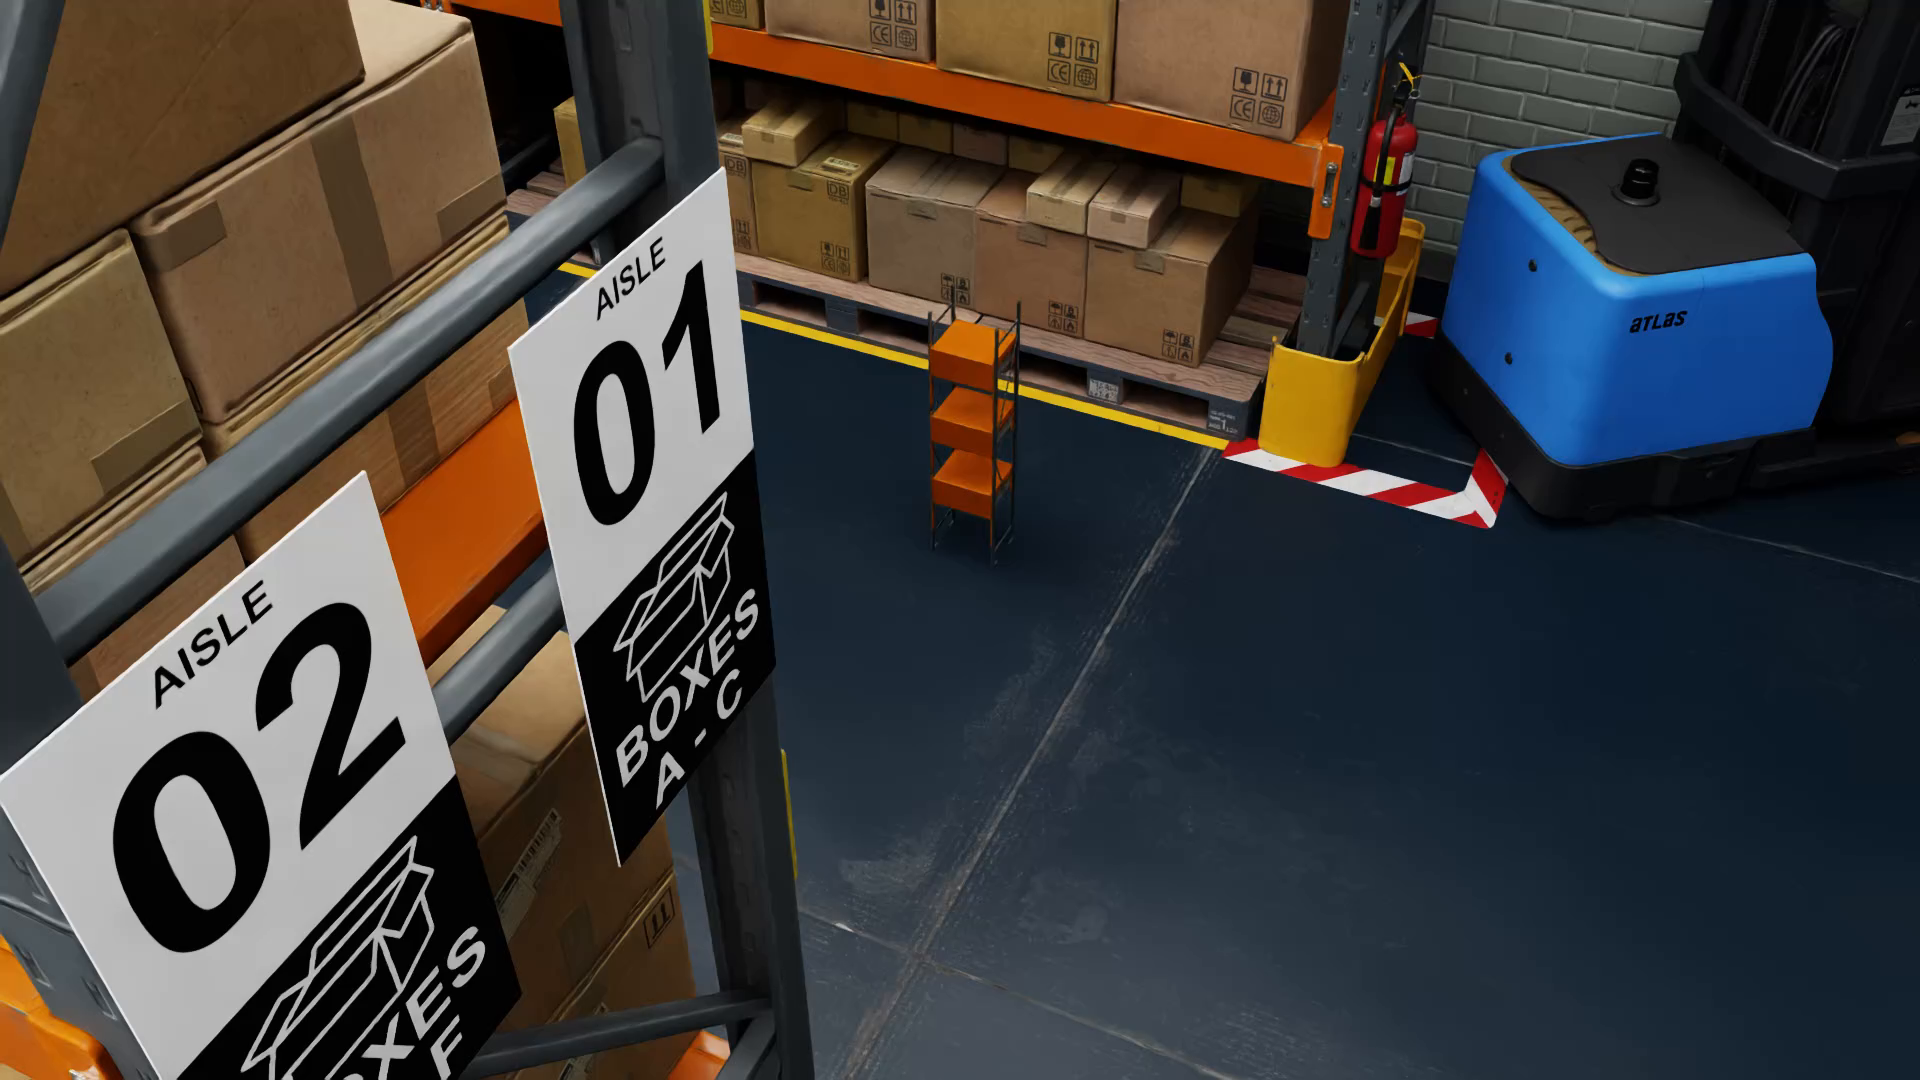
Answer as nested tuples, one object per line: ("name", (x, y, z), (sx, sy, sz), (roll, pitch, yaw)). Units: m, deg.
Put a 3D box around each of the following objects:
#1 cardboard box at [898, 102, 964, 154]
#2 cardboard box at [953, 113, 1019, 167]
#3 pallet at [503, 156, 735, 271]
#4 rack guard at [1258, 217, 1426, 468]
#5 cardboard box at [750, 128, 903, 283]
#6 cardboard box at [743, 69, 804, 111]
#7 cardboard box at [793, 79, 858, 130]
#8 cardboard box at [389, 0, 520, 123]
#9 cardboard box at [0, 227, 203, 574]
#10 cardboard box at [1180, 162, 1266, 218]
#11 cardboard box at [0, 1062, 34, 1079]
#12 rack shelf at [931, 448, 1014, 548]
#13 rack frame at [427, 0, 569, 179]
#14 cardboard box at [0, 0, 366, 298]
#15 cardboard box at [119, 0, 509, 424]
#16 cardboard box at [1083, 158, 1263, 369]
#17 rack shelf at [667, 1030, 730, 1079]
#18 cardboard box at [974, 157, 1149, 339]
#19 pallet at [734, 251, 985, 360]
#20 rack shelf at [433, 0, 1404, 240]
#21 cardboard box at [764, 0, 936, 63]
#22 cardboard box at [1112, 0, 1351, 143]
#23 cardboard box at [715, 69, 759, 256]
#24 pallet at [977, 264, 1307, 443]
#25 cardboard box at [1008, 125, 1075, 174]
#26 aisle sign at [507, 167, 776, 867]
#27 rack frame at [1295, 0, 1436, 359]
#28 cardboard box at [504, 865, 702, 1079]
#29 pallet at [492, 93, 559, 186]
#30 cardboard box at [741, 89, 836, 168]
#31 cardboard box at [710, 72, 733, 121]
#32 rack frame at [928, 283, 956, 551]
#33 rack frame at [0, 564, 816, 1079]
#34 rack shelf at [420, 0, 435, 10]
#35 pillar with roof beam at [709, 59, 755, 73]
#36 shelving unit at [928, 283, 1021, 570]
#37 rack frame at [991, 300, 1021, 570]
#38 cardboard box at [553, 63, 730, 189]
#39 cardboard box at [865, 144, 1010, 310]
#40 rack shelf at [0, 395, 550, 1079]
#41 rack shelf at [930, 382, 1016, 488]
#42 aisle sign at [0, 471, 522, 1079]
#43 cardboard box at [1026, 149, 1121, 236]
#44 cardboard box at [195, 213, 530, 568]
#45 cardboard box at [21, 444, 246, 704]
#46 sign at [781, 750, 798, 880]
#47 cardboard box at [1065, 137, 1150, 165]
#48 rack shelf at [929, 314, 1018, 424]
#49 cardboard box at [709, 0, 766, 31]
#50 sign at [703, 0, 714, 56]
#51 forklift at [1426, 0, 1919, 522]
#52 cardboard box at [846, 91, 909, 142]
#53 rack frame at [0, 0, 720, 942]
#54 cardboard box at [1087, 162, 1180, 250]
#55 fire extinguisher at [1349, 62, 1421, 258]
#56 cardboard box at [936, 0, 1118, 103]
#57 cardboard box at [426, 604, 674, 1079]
("cardboard box", (-0.070, -1.833, 7.167), (0.250, 0.149, 0.380), (17, 44, 19))
("cardboard box", (0.163, -1.762, 7.086), (0.250, 0.149, 0.380), (18, 44, 19))
("pallet", (-1.410, -1.602, 7.937), (1.213, 0.211, 1.003), (17, 44, 19))
("rack guard", (1.580, -0.854, 6.853), (0.348, 0.500, 1.175), (17, 44, 19))
("cardboard box", (-0.514, -1.574, 7.364), (0.500, 0.500, 0.700), (18, 44, 20))
("cardboard box", (-0.762, -2.045, 7.412), (0.250, 0.149, 0.380), (16, 43, 17))
("cardboard box", (-0.533, -1.974, 7.330), (0.250, 0.149, 0.380), (17, 44, 19))
("cardboard box", (-2.710, -2.362, 8.006), (0.750, 0.750, 0.750), (17, 44, 19))
("cardboard box", (-1.106, -0.120, 1.541), (0.500, 0.250, 0.500), (17, 44, 19))
("cardboard box", (1.080, -1.483, 6.763), (0.250, 0.149, 0.380), (17, 44, 19))
("cardboard box", (-1.052, 0.761, 2.243), (0.500, 0.500, 0.500), (17, 44, 18))
("rack shelf", (0.048, -0.164, 6.078), (0.240, 0.259, 0.215), (17, 44, 19))
("rack frame", (-2.066, -2.913, 7.320), (0.127, 3.000, 1.000), (17, 44, 19))
("cardboard box", (-1.005, -0.545, 1.459), (0.500, 0.500, 0.700), (17, 44, 19))
("cardboard box", (-0.888, -0.426, 1.894), (0.500, 0.250, 0.500), (17, 44, 19))
("cardboard box", (0.882, -1.154, 6.879), (0.500, 0.500, 0.700), (17, 44, 19))
("rack shelf", (-2.345, 0.854, 3.524), (4.000, 0.370, 1.077), (17, 44, 19))
("cardboard box", (0.428, -1.292, 7.039), (0.500, 0.500, 0.700), (17, 44, 19))
("pallet", (-0.301, -1.265, 7.548), (1.213, 0.211, 1.003), (17, 44, 19))
("rack shelf", (-0.254, -2.087, 6.917), (4.000, 0.370, 1.077), (17, 44, 19))
("cardboard box", (-0.259, -2.465, 6.575), (0.700, 0.700, 0.980), (15, 43, 17))
("cardboard box", (1.092, -2.054, 6.100), (0.700, 0.700, 0.980), (19, 44, 21))
("cardboard box", (-0.978, -1.718, 7.530), (0.500, 0.500, 0.700), (17, 44, 18))
("pallet", (0.801, -0.926, 7.158), (1.213, 0.211, 1.003), (17, 44, 19))
("cardboard box", (0.394, -1.692, 7.005), (0.250, 0.149, 0.380), (17, 44, 19))
("aisle sign", (-0.347, -0.002, 1.977), (0.004, 0.787, 0.394), (17, 44, 19))
("rack frame", (1.559, -1.805, 6.042), (0.127, 3.000, 1.000), (17, 44, 19))
("cardboard box", (-0.823, 0.819, 2.939), (0.500, 0.500, 0.500), (18, 44, 20))
("pallet", (-2.797, -2.028, 8.429), (1.213, 0.211, 1.003), (17, 44, 19))
("cardboard box", (-0.726, -1.757, 7.079), (0.250, 0.149, 0.380), (16, 43, 17))
("cardboard box", (-1.199, -1.901, 7.246), (0.250, 0.149, 0.380), (18, 44, 20))
("rack frame", (-0.062, -0.416, 5.928), (0.008, 1.050, 0.200), (17, 44, 19))
("rack frame", (-0.532, 1.136, 2.649), (0.127, 3.000, 1.000), (17, 44, 19))
("rack shelf", (-3.879, -3.195, 8.195), (4.000, 0.370, 1.077), (17, 44, 19))
("pillar with roof beam", (-2.886, -2.944, 2.776), (0.400, 9.000, 9.100), (17, 44, 19))
("shelving unit", (0.048, -0.382, 5.889), (0.252, 1.050, 0.215), (17, 44, 19))
("rack frame", (0.159, -0.348, 5.850), (0.008, 1.050, 0.200), (17, 44, 19))
("cardboard box", (-1.432, -1.859, 7.692), (0.500, 0.500, 0.700), (18, 44, 19))
("cardboard box", (-0.028, -1.431, 7.199), (0.500, 0.500, 0.700), (16, 43, 17))
("rack shelf", (-2.345, -0.279, 2.541), (4.000, 0.370, 1.077), (17, 44, 19))
("rack shelf", (0.048, -0.374, 5.896), (0.240, 0.259, 0.215), (17, 44, 19))
("aisle sign", (-0.600, 0.355, 1.566), (0.004, 0.787, 0.394), (17, 44, 19))
("cardboard box", (0.457, -1.397, 6.664), (0.250, 0.149, 0.380), (18, 44, 20))
("cardboard box", (-0.891, -0.234, 2.054), (0.500, 0.250, 0.500), (17, 44, 19))
("cardboard box", (-1.110, 0.074, 1.699), (0.500, 0.250, 0.500), (17, 44, 19))
("sign", (-0.303, 0.487, 2.737), (0.005, 0.325, 0.100), (17, 44, 19))
("cardboard box", (0.620, -1.623, 6.925), (0.250, 0.149, 0.380), (17, 44, 19))
("rack shelf", (0.048, -0.588, 5.710), (0.240, 0.259, 0.215), (17, 44, 19))
("cardboard box", (-0.922, -2.661, 6.801), (0.700, 0.700, 0.980), (16, 43, 18))
("sign", (-0.303, -0.650, 1.752), (0.005, 0.325, 0.100), (17, 44, 19))
("forklift", (3.518, -1.696, 5.969), (3.031, 2.935, 1.130), (-9, 42, -11))
("cardboard box", (-0.299, -1.903, 7.248), (0.250, 0.149, 0.380), (16, 43, 18))
("rack frame", (-0.532, -1.131, 0.684), (0.127, 3.000, 1.000), (17, 44, 19))
("cardboard box", (0.688, -1.326, 6.583), (0.250, 0.149, 0.380), (16, 44, 18))
("fire extinguisher", (1.500, -1.319, 5.826), (0.183, 0.674, 0.296), (17, 44, 19))
("cardboard box", (0.428, -2.249, 6.325), (0.700, 0.700, 0.980), (17, 44, 18))
("cardboard box", (-0.823, 0.441, 2.611), (0.500, 0.500, 0.500), (18, 44, 20))
